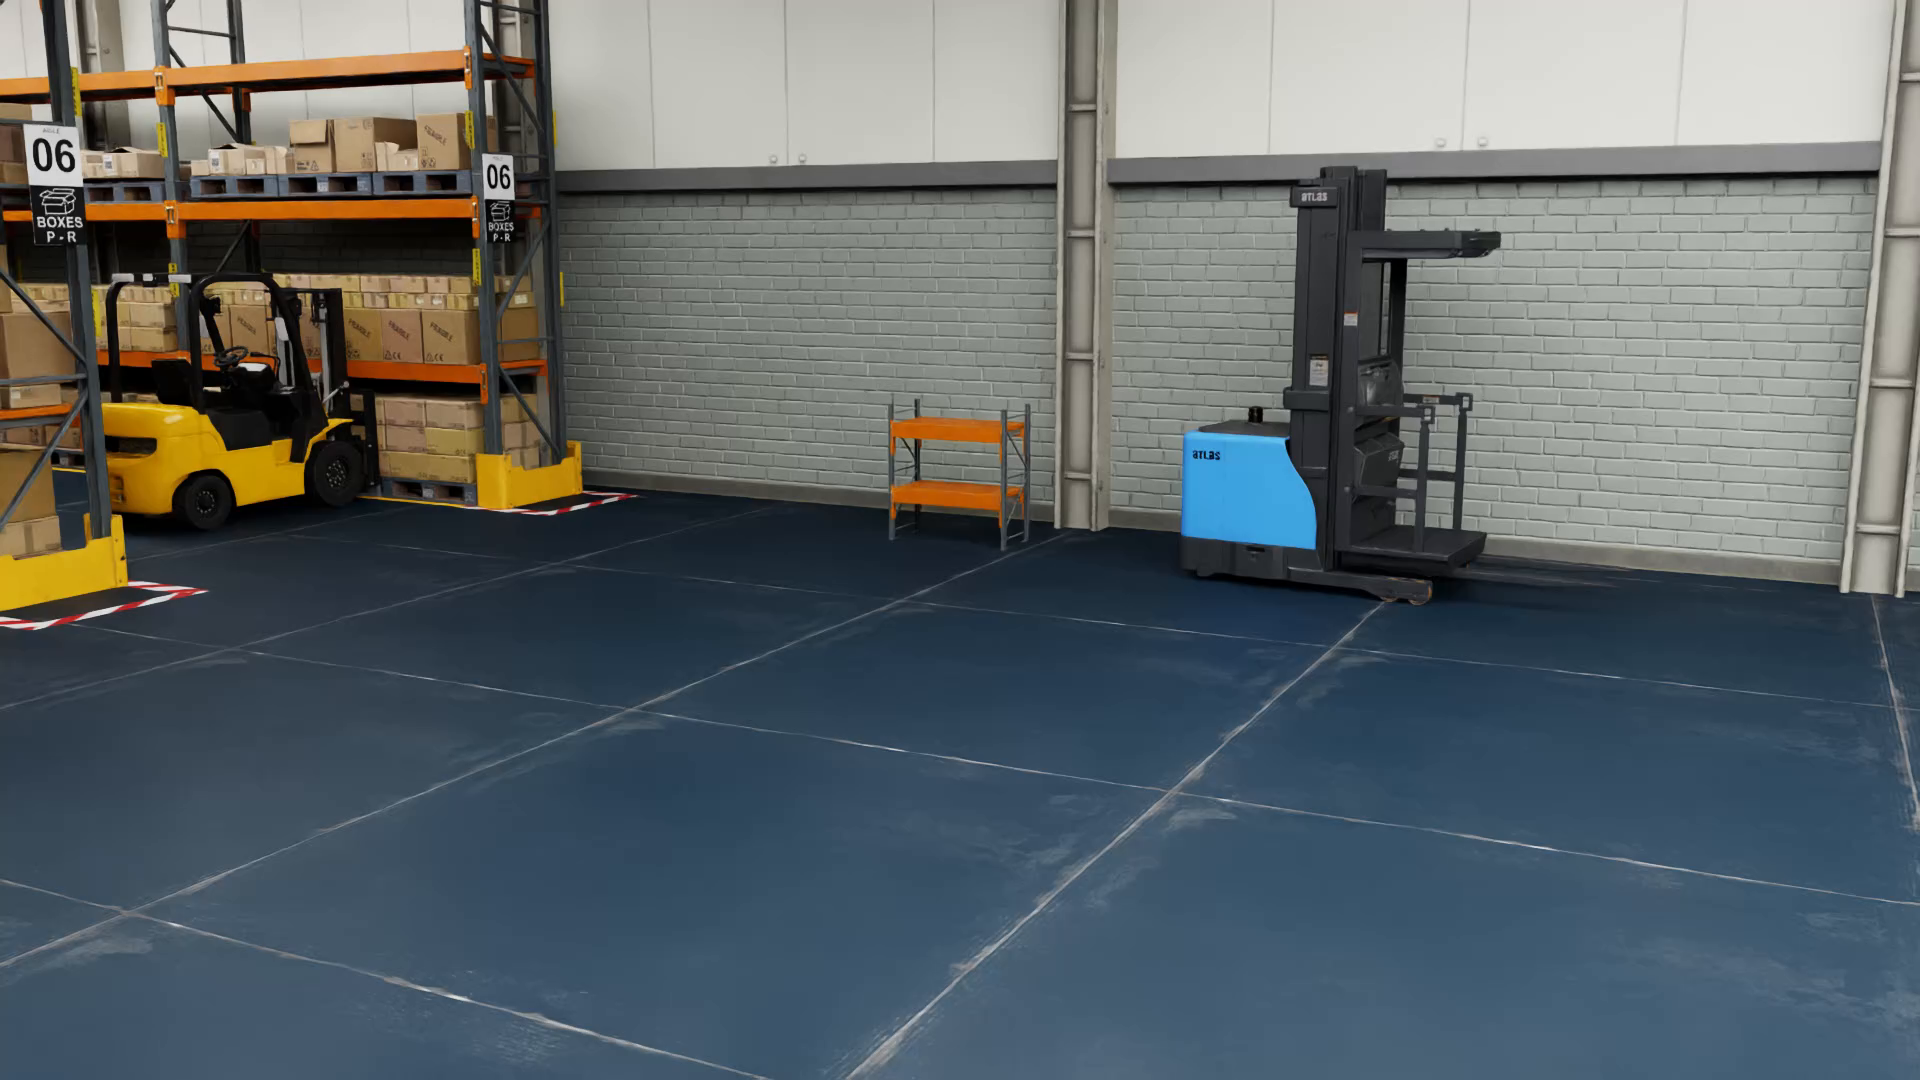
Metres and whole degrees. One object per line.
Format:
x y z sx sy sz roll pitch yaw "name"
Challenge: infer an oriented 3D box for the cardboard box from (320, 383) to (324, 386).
-6.704 -1.479 17.211 0.500 0.250 0.500 5 11 25 "cardboard box"

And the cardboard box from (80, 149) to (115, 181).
-9.137 -3.945 17.473 0.500 0.311 0.500 5 11 24 "cardboard box"

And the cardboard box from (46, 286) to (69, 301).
-9.527 -2.643 17.807 0.250 0.149 0.380 5 11 24 "cardboard box"

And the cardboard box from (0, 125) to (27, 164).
-6.630 -2.701 11.394 0.500 0.250 0.500 5 11 25 "cardboard box"

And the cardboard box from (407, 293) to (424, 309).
-4.987 -2.260 15.691 0.250 0.149 0.380 5 12 27 "cardboard box"

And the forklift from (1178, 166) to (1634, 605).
3.134 -1.108 11.622 3.031 2.935 1.130 6 12 30 "forklift"

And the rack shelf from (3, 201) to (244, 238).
-9.485 -3.458 18.012 4.000 0.370 1.077 5 11 26 "rack shelf"

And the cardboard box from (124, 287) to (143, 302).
-8.532 -2.583 17.479 0.250 0.149 0.380 5 11 26 "cardboard box"

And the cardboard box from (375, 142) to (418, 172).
-5.209 -3.566 15.504 0.258 0.266 0.396 5 11 26 "cardboard box"

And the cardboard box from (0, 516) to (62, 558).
-6.898 -0.032 12.023 0.500 0.250 0.500 5 11 25 "cardboard box"

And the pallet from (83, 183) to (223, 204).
-8.488 -3.628 17.466 1.217 0.209 0.805 5 11 24 "pallet"

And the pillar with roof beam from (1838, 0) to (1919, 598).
4.526 -3.381 7.143 0.400 9.000 9.100 5 11 26 "pillar with roof beam"

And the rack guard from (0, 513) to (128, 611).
-6.366 0.154 11.476 0.348 0.500 1.175 5 11 26 "rack guard"

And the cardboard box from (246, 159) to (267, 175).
-6.734 -3.642 16.255 0.250 0.149 0.380 5 12 28 "cardboard box"

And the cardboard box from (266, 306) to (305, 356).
-6.480 -2.073 16.480 0.500 0.500 0.500 5 11 25 "cardboard box"

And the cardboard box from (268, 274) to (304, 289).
-6.600 -2.543 16.421 0.250 0.149 0.380 5 11 25 "cardboard box"

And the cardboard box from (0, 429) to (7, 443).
-10.725 -1.480 18.976 0.625 0.625 0.875 5 12 28 "cardboard box"

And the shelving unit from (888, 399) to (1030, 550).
-0.006 -0.554 13.633 1.048 1.125 0.538 5 11 26 "shelving unit"

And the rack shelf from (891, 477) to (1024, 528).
-0.006 -0.313 13.677 1.000 0.278 0.538 5 11 26 "rack shelf"

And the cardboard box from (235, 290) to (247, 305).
-7.043 -2.443 16.706 0.250 0.149 0.380 5 11 26 "cardboard box"

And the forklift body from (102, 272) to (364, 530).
-6.612 -1.304 14.894 1.214 2.155 2.313 5 11 26 "forklift body"

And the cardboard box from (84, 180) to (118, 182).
-9.336 -3.955 17.933 0.250 0.166 0.380 5 11 26 "cardboard box"

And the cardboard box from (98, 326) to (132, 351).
-8.713 -2.141 17.560 0.500 0.250 0.500 5 11 25 "cardboard box"

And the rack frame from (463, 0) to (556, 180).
-4.104 -4.815 15.068 0.127 3.000 1.000 5 11 26 "rack frame"

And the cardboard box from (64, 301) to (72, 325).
-9.166 -2.429 17.746 0.500 0.250 0.500 5 12 27 "cardboard box"

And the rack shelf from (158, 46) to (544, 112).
-5.898 -4.422 16.039 4.000 0.370 1.077 5 11 26 "rack shelf"

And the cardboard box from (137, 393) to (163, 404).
-8.165 -1.256 17.735 0.625 0.625 0.875 6 12 28 "cardboard box"

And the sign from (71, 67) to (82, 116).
-6.057 -3.063 11.354 0.005 0.325 0.100 5 11 26 "sign"

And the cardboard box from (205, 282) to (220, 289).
-7.537 -2.621 16.850 0.250 0.149 0.380 5 12 27 "cardboard box"

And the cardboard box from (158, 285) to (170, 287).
-8.591 -2.675 17.985 0.250 0.149 0.380 5 11 25 "cardboard box"

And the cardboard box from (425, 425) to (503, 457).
-4.679 -0.951 15.701 0.500 0.250 0.500 5 11 25 "cardboard box"

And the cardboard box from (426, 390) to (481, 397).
-4.901 -1.316 16.311 0.500 0.250 0.500 5 11 26 "cardboard box"

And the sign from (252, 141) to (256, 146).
-7.447 -4.037 17.514 0.005 0.325 0.100 5 11 26 "sign"

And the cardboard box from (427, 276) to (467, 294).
-4.754 -2.387 15.559 0.250 0.149 0.380 5 11 26 "cardboard box"

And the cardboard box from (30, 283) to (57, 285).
-10.408 -2.836 18.874 0.250 0.149 0.380 5 11 26 "cardboard box"

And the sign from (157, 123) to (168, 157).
-7.923 -3.976 16.520 0.005 0.325 0.100 5 11 26 "sign"

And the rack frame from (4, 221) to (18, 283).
-11.279 -2.494 19.085 0.127 3.000 1.000 5 11 26 "rack frame"

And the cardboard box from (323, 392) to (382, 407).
-6.024 -1.314 16.301 0.500 0.250 0.500 5 11 25 "cardboard box"

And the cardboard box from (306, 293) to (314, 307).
-6.144 -2.355 16.216 0.250 0.149 0.380 5 11 25 "cardboard box"

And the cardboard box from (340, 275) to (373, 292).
-5.708 -2.457 15.946 0.250 0.149 0.380 5 12 27 "cardboard box"

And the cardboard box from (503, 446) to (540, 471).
-4.458 -0.787 16.196 0.500 0.250 0.500 5 11 26 "cardboard box"

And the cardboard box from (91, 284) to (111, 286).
-9.512 -2.751 18.404 0.250 0.149 0.380 5 12 27 "cardboard box"

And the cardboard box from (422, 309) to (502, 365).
-4.662 -1.909 15.576 0.500 0.500 0.500 5 11 25 "cardboard box"

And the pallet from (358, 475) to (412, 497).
-5.899 -0.641 16.679 1.213 0.211 1.003 5 11 26 "pallet"
